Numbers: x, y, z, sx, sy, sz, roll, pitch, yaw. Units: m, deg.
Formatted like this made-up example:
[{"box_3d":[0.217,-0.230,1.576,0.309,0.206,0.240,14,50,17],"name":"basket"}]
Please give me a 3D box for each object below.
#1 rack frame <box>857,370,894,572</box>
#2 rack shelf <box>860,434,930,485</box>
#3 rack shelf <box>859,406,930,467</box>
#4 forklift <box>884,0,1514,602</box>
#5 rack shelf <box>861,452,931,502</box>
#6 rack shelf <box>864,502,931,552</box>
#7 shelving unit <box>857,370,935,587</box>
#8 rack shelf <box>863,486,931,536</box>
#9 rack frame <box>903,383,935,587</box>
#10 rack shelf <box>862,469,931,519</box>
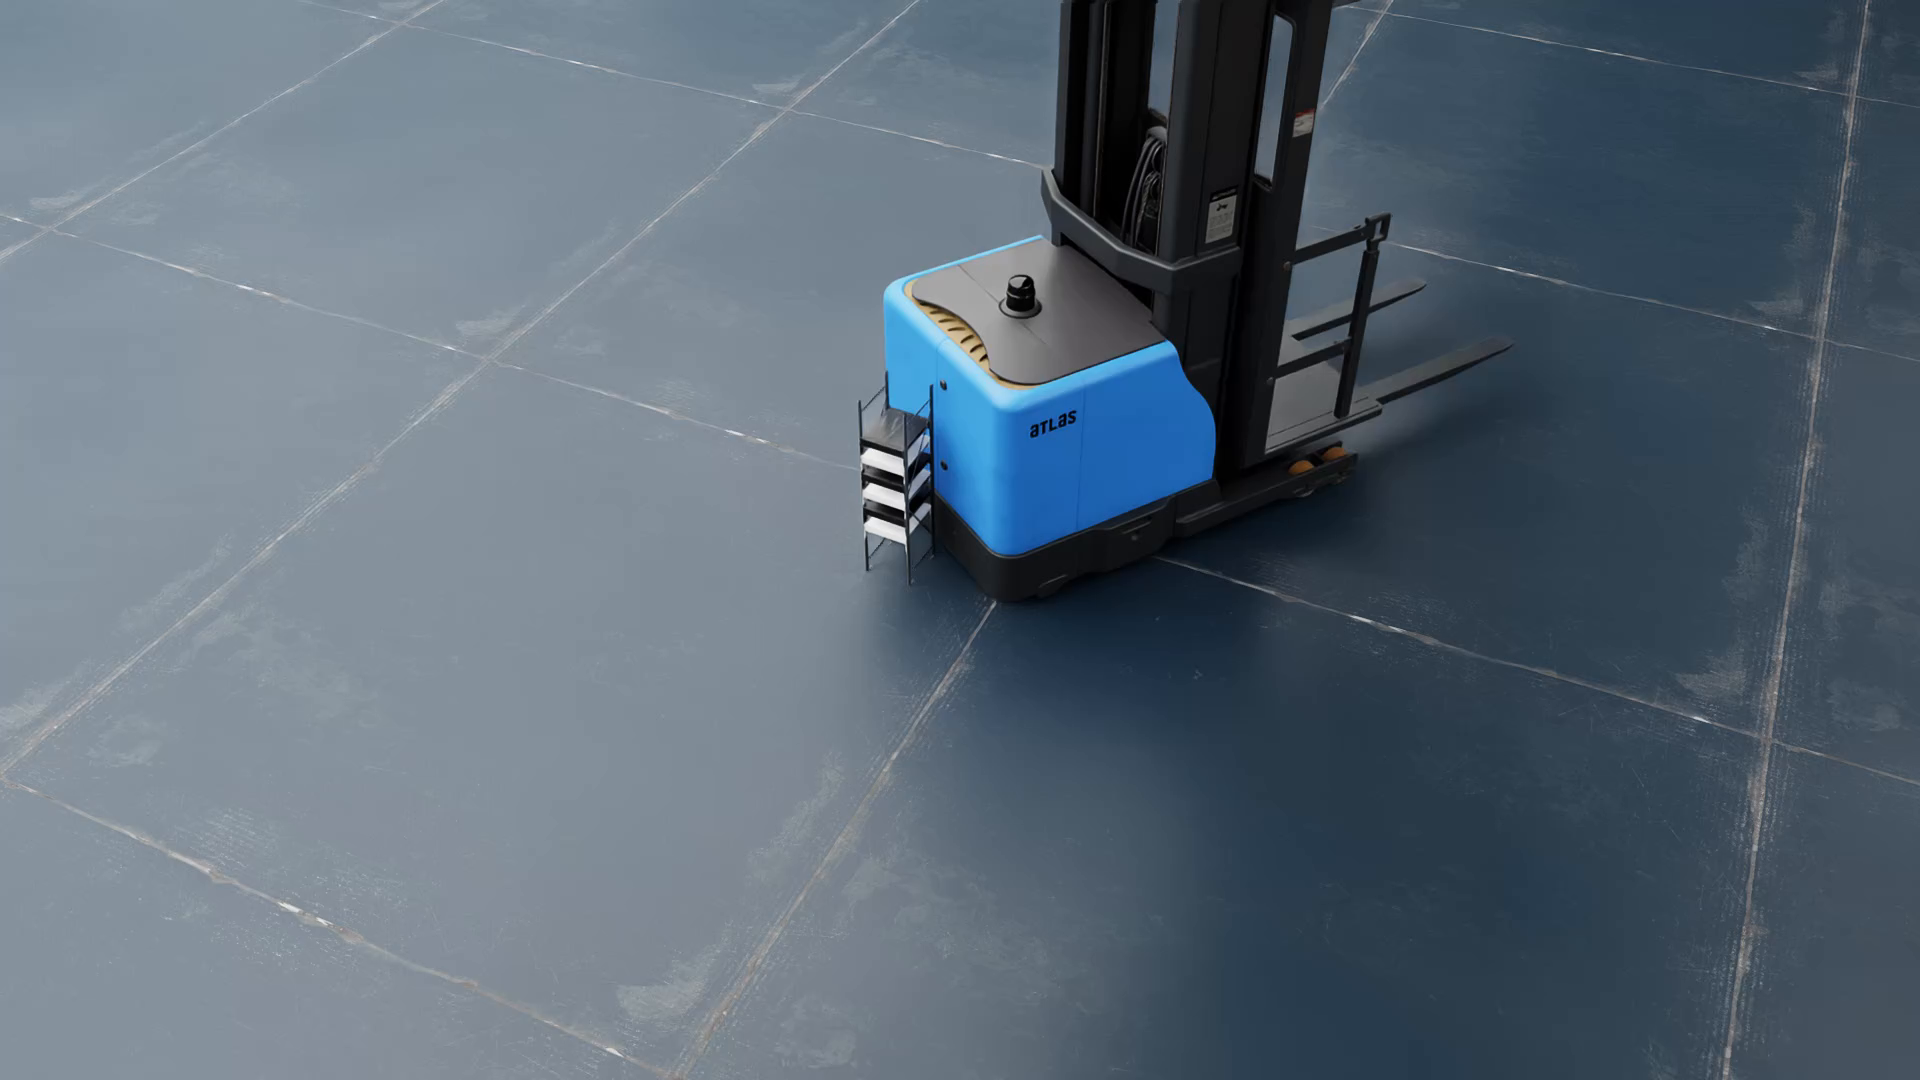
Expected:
[{"box_3d":[-0.345,-0.272,6.876,0.006,0.900,0.240,19,44,20],"name":"rack frame"},{"box_3d":[-0.254,-0.352,6.745,0.200,0.077,0.258,19,44,20],"name":"rack shelf"},{"box_3d":[-0.254,-0.420,6.686,0.200,0.077,0.258,19,44,20],"name":"rack shelf"},{"box_3d":[1.201,-1.575,6.829,3.031,2.935,1.130,-21,45,-23],"name":"forklift"},{"box_3d":[-0.254,-0.284,6.804,0.200,0.077,0.258,19,44,20],"name":"rack shelf"},{"box_3d":[-0.254,-0.080,6.981,0.200,0.077,0.258,19,44,20],"name":"rack shelf"},{"box_3d":[-0.254,-0.241,6.841,0.210,0.900,0.258,19,44,20],"name":"shelving unit"},{"box_3d":[-0.254,-0.148,6.922,0.200,0.077,0.258,19,44,20],"name":"rack shelf"},{"box_3d":[-0.164,-0.211,6.806,0.006,0.900,0.240,19,44,20],"name":"rack frame"},{"box_3d":[-0.254,-0.216,6.863,0.200,0.077,0.258,19,44,20],"name":"rack shelf"}]
